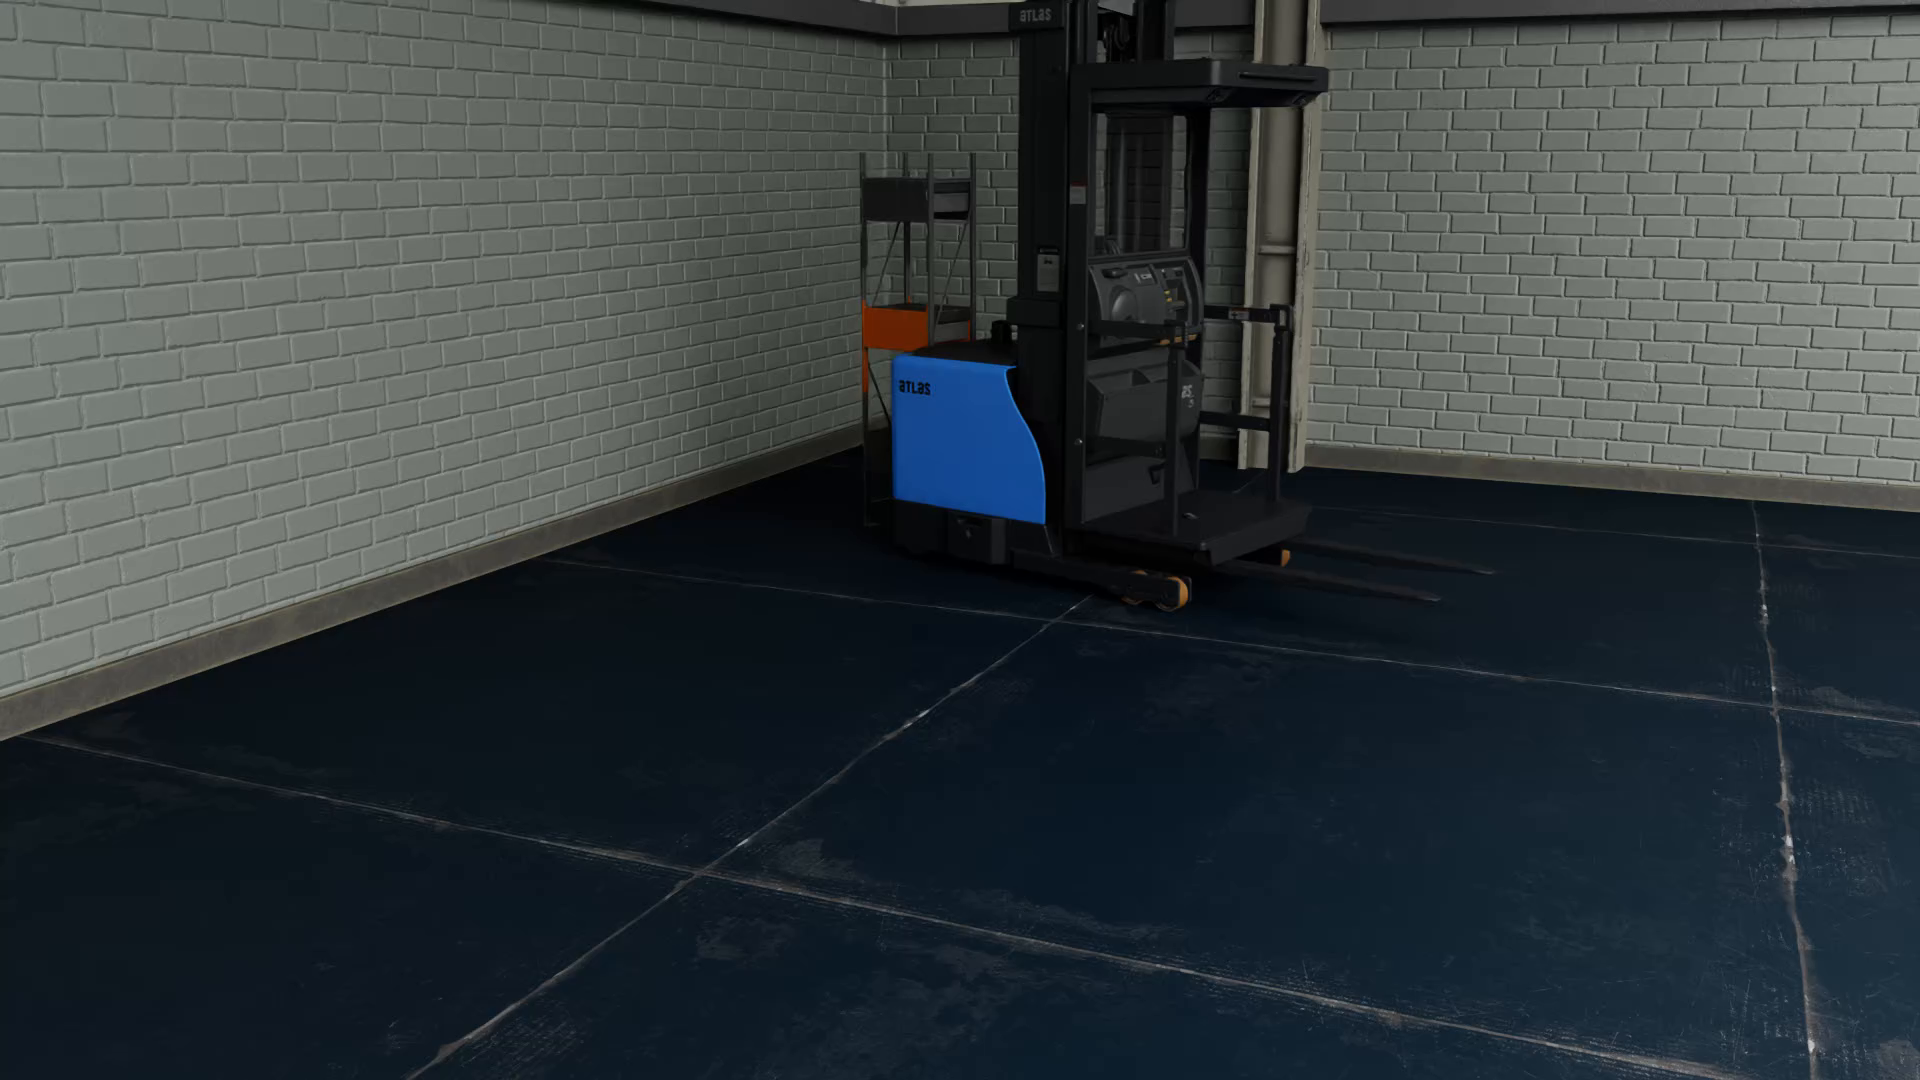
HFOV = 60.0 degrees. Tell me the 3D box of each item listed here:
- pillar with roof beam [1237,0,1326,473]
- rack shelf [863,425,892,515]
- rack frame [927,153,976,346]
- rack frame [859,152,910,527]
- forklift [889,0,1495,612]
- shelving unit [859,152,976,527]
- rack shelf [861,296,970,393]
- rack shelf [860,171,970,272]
[{"bbox_3d":[0.386,-3.982,6.525,0.400,9.000,9.100,6,14,23],"label":"pillar with roof beam"},{"bbox_3d":[-0.231,-0.401,9.492,0.480,0.518,0.431,10,17,38],"label":"rack shelf"},{"bbox_3d":[-0.042,-1.061,9.180,0.015,2.100,0.400,10,17,38],"label":"rack frame"},{"bbox_3d":[-0.421,-1.131,9.478,0.015,2.100,0.400,10,17,38],"label":"rack frame"},{"bbox_3d":[1.086,-1.226,8.065,3.031,2.935,1.130,10,17,38],"label":"forklift"},{"bbox_3d":[-0.231,-1.096,9.329,0.503,2.100,0.431,10,17,38],"label":"shelving unit"},{"bbox_3d":[-0.231,-1.083,9.332,0.480,0.518,0.431,10,17,38],"label":"rack shelf"},{"bbox_3d":[-0.231,-1.764,9.172,0.480,0.518,0.431,10,17,38],"label":"rack shelf"}]
